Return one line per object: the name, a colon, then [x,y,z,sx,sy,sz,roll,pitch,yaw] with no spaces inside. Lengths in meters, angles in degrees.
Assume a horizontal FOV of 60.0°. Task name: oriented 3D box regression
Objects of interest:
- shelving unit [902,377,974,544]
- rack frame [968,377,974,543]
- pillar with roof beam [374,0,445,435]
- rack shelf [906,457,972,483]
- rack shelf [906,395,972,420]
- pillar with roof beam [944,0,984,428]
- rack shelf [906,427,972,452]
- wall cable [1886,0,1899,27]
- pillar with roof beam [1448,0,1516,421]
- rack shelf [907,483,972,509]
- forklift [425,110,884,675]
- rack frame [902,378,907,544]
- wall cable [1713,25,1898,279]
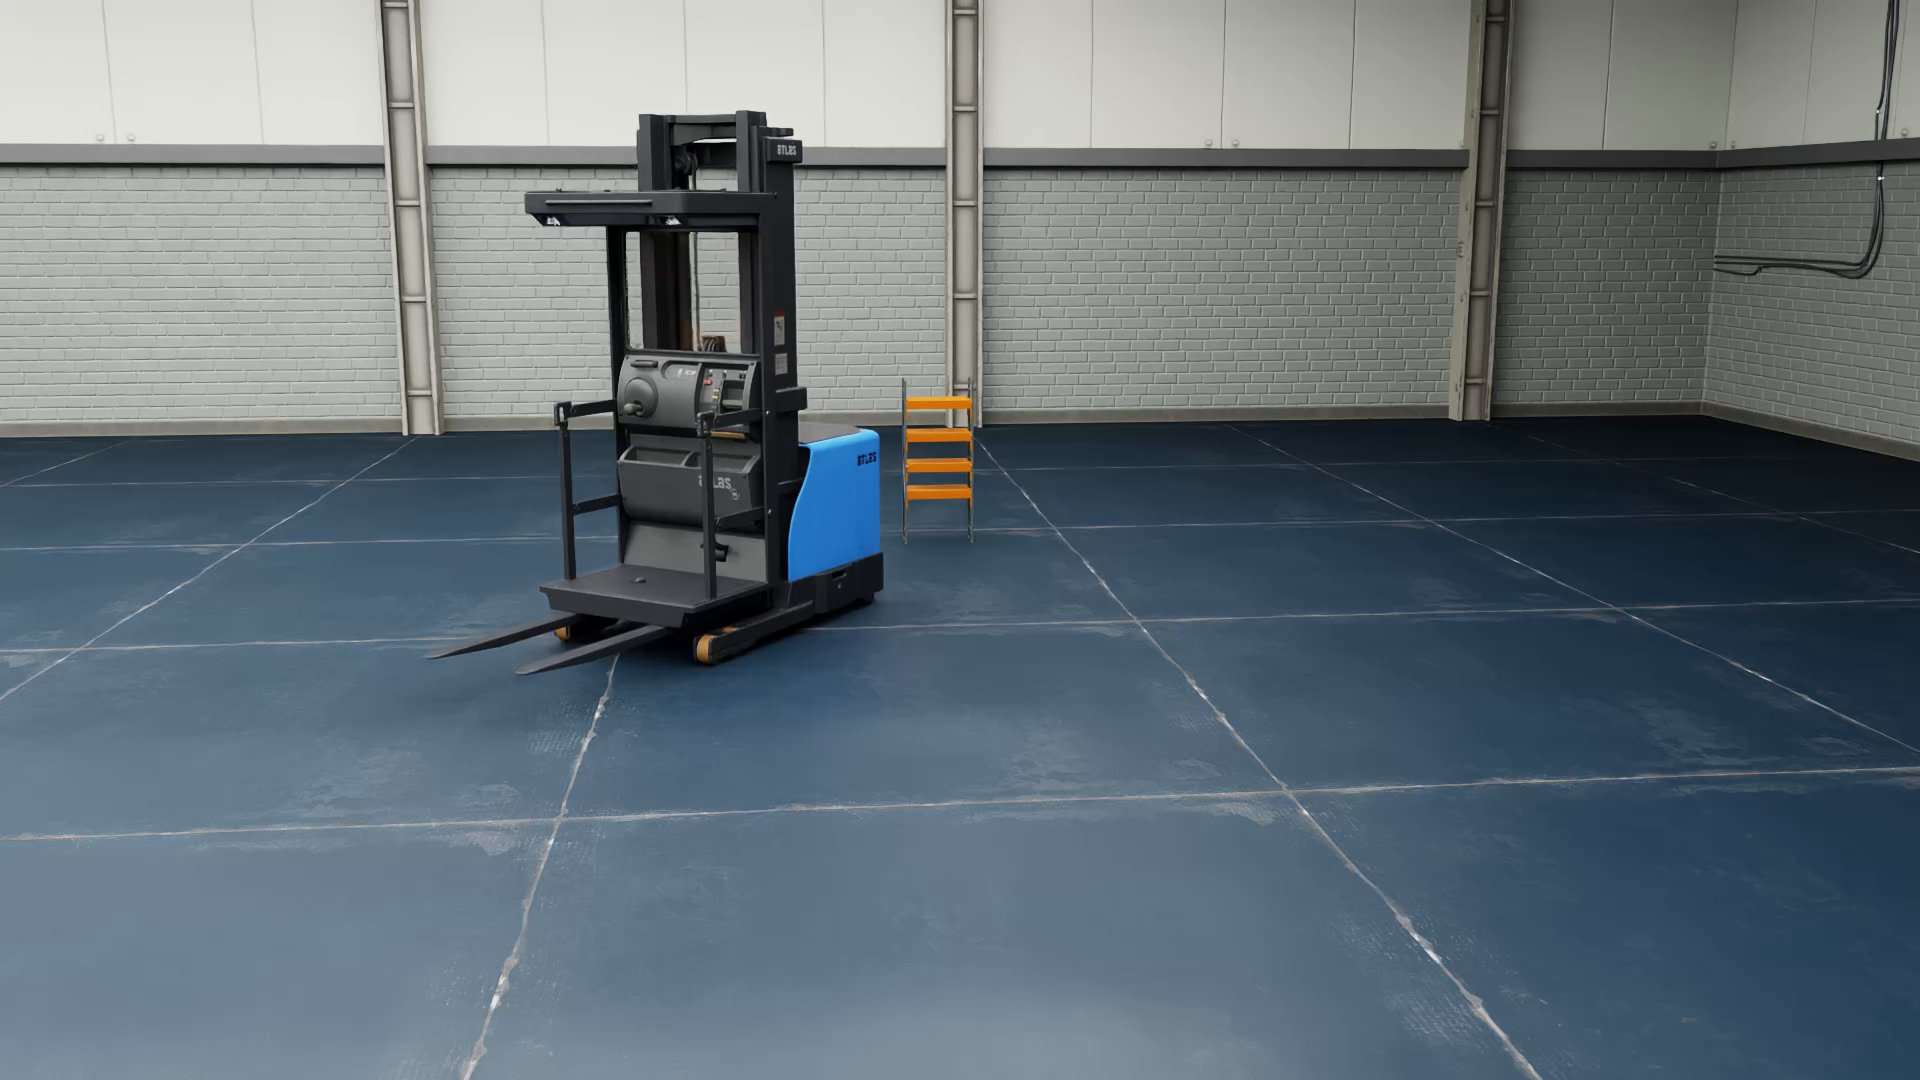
shelving unit: [-0.165,-0.585,12.235,0.503,1.200,0.258,-1,11,-6]
rack frame: [0.078,-0.590,12.261,0.015,1.200,0.240,-1,11,-6]
pillar with roof beam: [-5.456,-4.770,13.304,0.400,9.000,9.100,-1,11,-6]
rack shelf: [-0.165,-0.519,12.248,0.480,0.148,0.258,-1,11,-6]
rack shelf: [-0.165,-0.971,12.159,0.480,0.148,0.258,-1,11,-6]
pillar with roof beam: [0.509,-4.895,13.939,0.400,9.000,9.100,-1,11,-6]
rack shelf: [-0.165,-0.739,12.205,0.480,0.148,0.258,-1,11,-6]
wall cable: [9.373,-6.089,14.970,0.112,2.526,3.097,-1,11,-6]
pillar with roof beam: [6.474,-5.020,14.575,0.400,9.000,9.100,-1,11,-6]
rack shelf: [-0.165,-0.324,12.286,0.480,0.148,0.258,-1,11,-6]
forklift: [-1.635,-0.866,9.173,1.130,2.935,3.031,6,13,29]
rack frame: [-0.407,-0.580,12.209,0.015,1.200,0.240,-1,11,-6]
wall cable: [9.081,-4.130,18.096,0.112,2.526,3.097,-1,11,-6]
